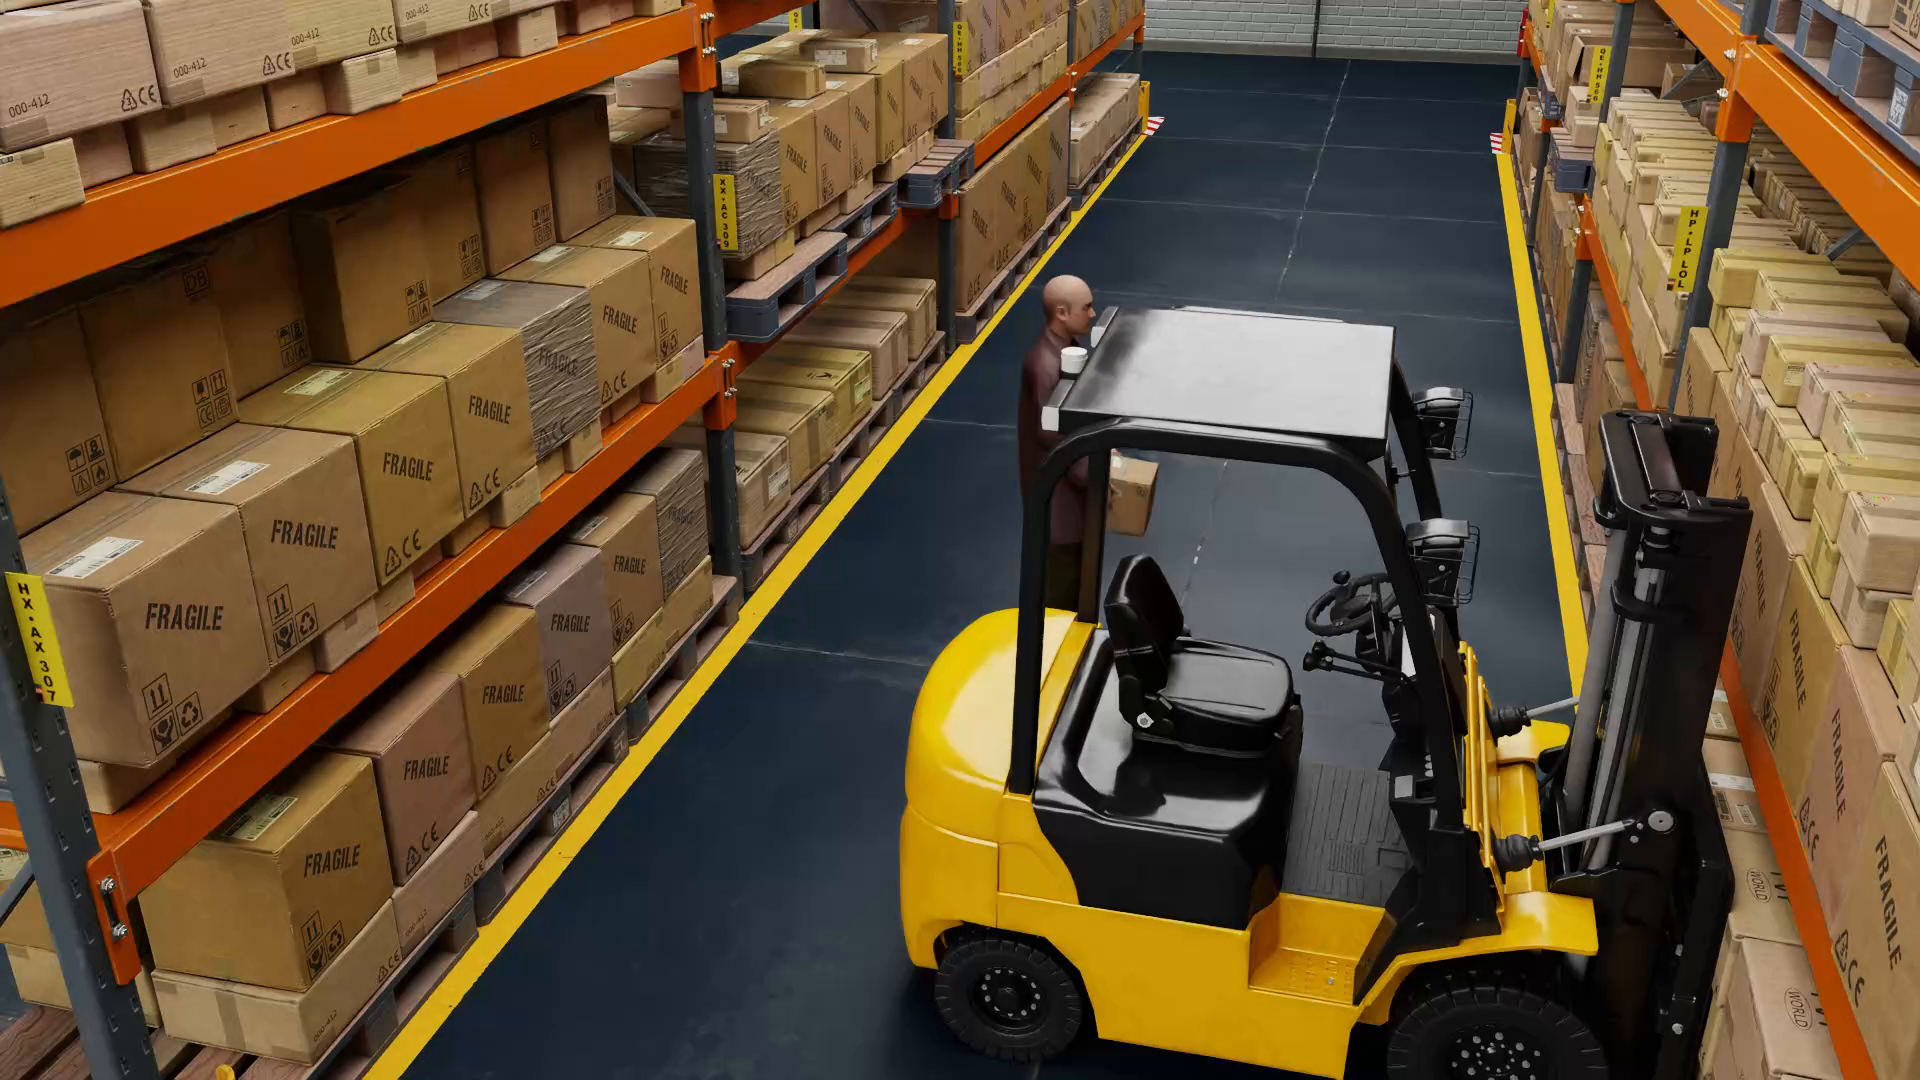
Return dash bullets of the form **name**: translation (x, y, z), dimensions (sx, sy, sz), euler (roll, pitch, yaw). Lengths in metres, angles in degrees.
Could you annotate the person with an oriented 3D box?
- **person**: translation (0.479, -0.269, 7.194), dimensions (0.455, 1.782, 0.577), euler (6, 26, 12)
